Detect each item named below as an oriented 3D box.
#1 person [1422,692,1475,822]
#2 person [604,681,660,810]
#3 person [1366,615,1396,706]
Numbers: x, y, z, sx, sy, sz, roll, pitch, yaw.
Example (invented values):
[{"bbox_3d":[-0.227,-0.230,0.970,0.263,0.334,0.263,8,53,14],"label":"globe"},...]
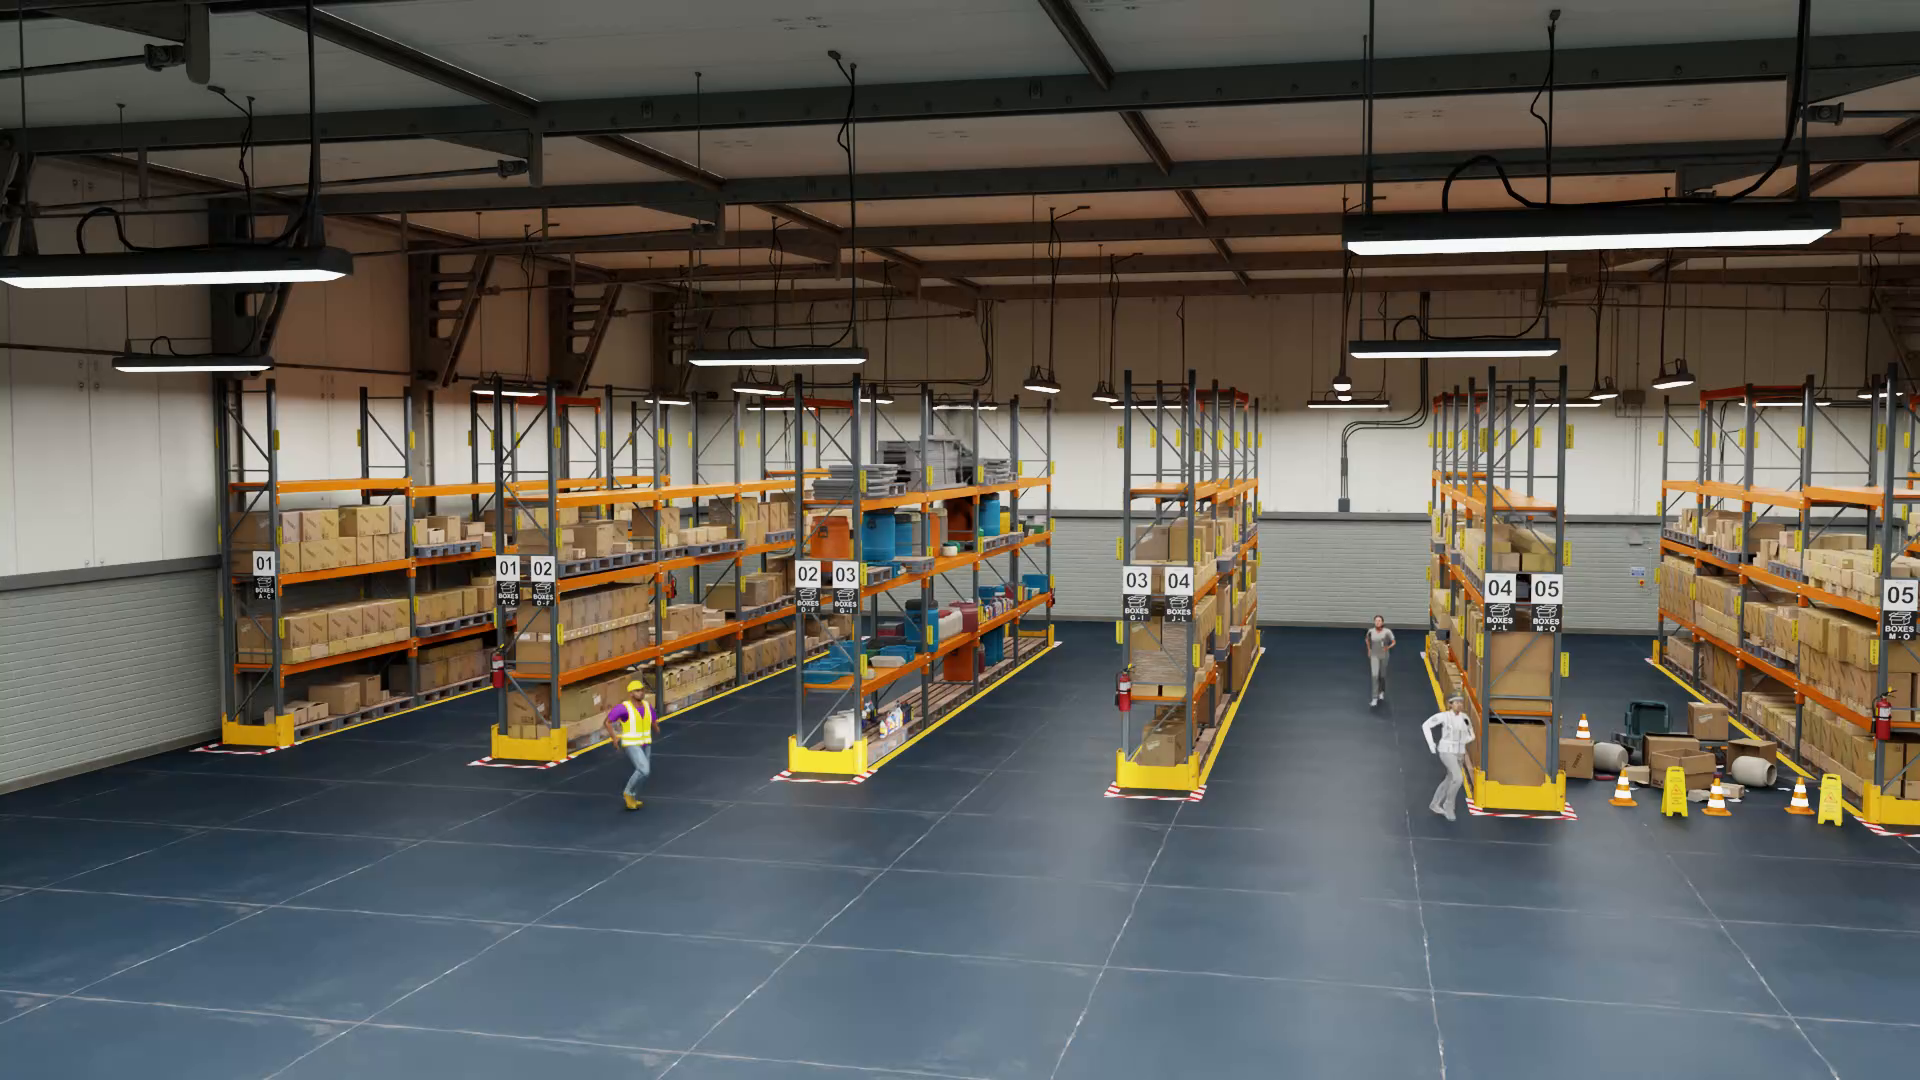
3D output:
[{"bbox_3d":[6.505,2.851,22.017,0.603,1.714,0.646,-2,4,-29],"label":"person"},{"bbox_3d":[-4.340,2.772,22.467,0.665,1.740,0.685,3,4,38],"label":"person"},{"bbox_3d":[7.996,2.264,31.611,0.565,1.702,0.840,1,4,17],"label":"person"}]
